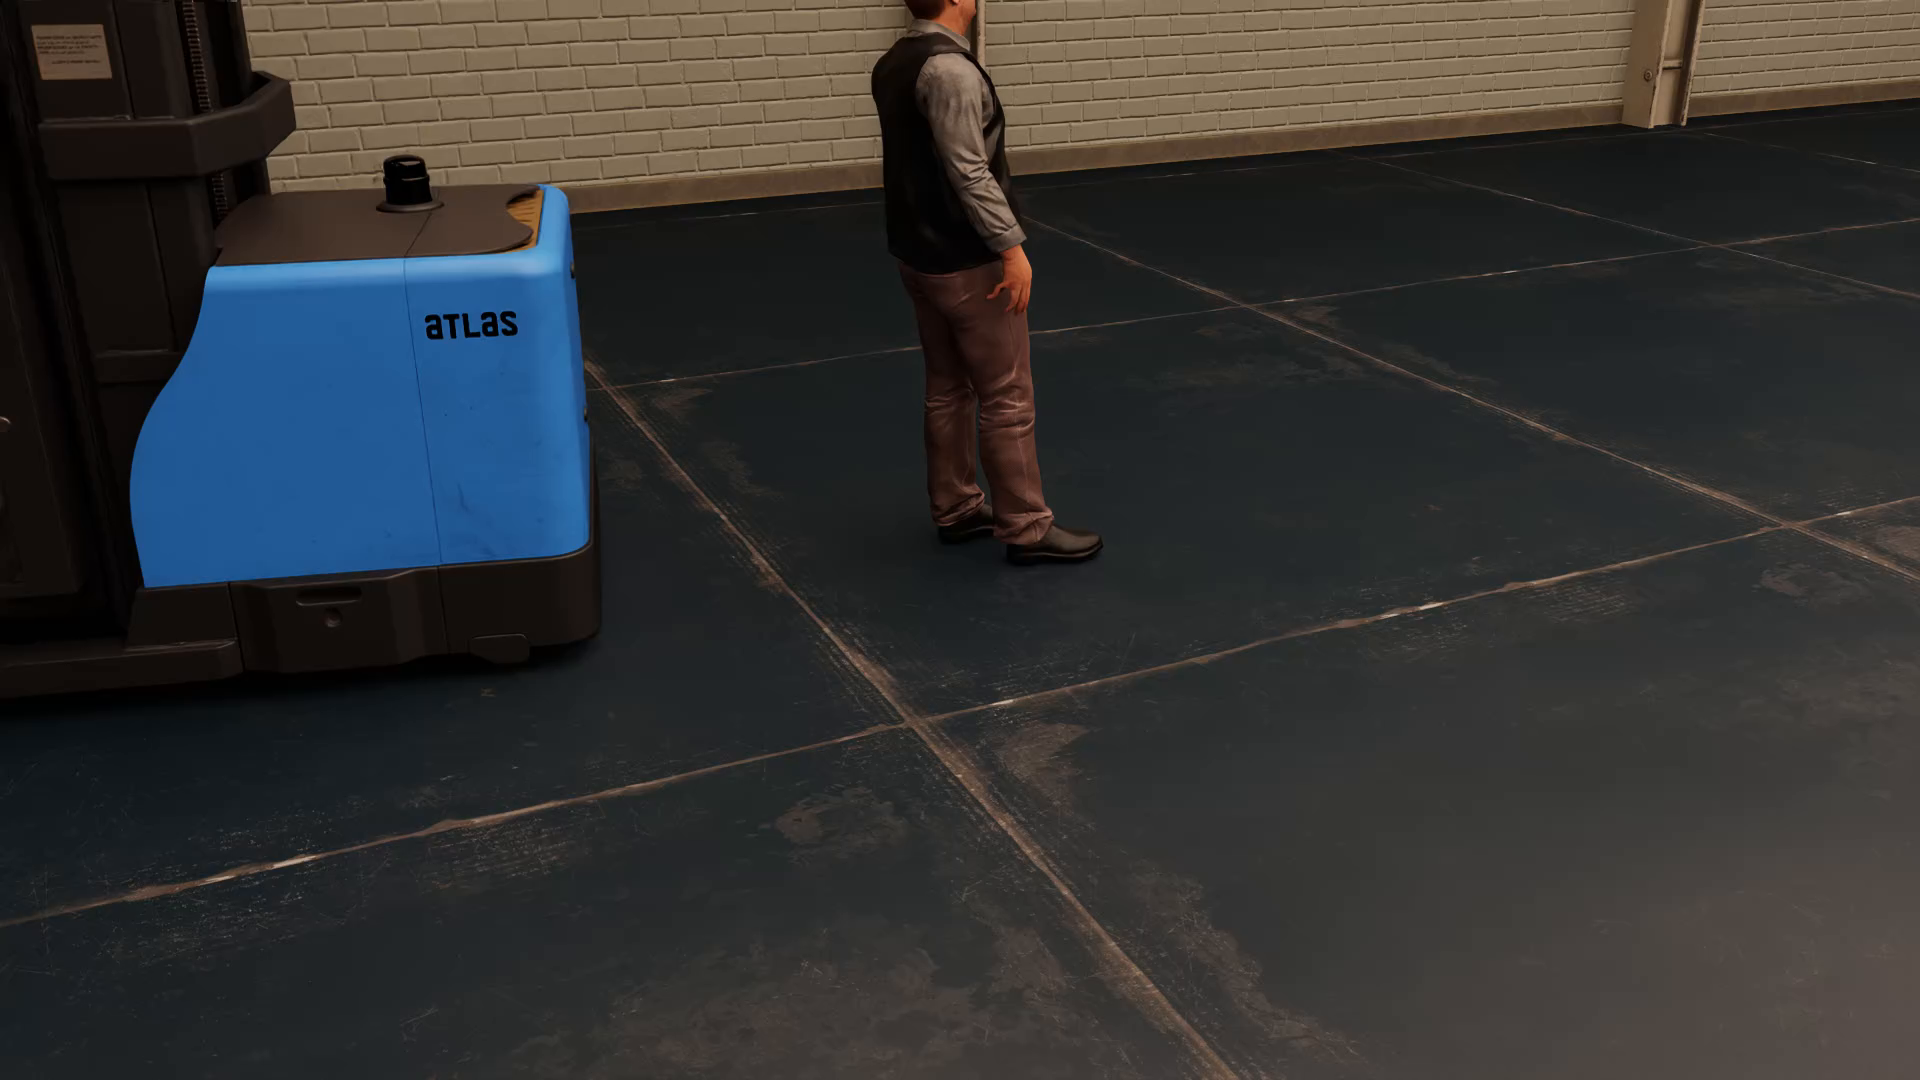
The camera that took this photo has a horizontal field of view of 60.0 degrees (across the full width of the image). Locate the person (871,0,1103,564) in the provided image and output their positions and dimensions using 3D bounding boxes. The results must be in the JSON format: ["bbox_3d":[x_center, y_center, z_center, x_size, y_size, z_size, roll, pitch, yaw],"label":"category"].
[{"bbox_3d":[0.059,-0.809,4.791,0.568,1.720,0.632,-10,25,-23],"label":"person"}]

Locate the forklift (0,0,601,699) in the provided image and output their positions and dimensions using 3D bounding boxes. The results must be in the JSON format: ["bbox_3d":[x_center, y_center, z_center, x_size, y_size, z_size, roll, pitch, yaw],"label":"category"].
[{"bbox_3d":[-2.514,-1.107,3.951,3.031,2.935,1.130,-4,23,-11],"label":"forklift"}]
